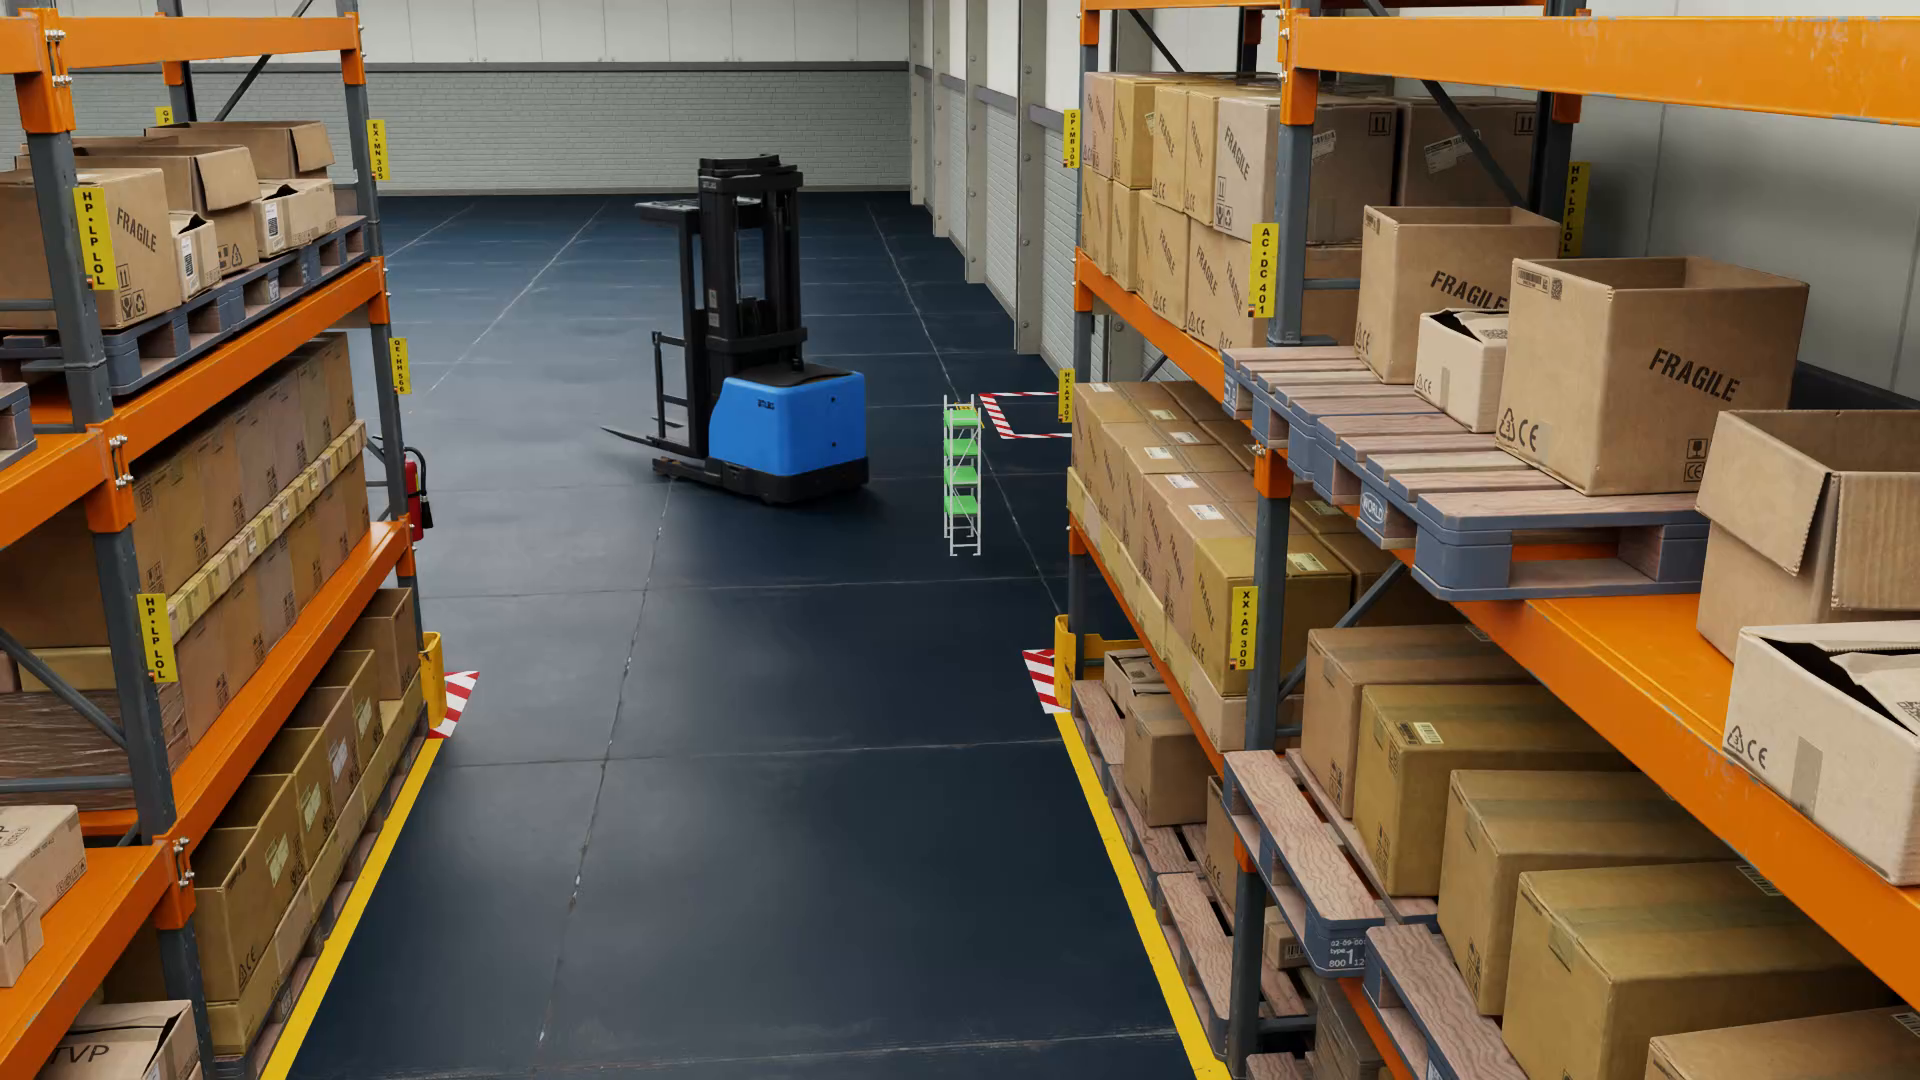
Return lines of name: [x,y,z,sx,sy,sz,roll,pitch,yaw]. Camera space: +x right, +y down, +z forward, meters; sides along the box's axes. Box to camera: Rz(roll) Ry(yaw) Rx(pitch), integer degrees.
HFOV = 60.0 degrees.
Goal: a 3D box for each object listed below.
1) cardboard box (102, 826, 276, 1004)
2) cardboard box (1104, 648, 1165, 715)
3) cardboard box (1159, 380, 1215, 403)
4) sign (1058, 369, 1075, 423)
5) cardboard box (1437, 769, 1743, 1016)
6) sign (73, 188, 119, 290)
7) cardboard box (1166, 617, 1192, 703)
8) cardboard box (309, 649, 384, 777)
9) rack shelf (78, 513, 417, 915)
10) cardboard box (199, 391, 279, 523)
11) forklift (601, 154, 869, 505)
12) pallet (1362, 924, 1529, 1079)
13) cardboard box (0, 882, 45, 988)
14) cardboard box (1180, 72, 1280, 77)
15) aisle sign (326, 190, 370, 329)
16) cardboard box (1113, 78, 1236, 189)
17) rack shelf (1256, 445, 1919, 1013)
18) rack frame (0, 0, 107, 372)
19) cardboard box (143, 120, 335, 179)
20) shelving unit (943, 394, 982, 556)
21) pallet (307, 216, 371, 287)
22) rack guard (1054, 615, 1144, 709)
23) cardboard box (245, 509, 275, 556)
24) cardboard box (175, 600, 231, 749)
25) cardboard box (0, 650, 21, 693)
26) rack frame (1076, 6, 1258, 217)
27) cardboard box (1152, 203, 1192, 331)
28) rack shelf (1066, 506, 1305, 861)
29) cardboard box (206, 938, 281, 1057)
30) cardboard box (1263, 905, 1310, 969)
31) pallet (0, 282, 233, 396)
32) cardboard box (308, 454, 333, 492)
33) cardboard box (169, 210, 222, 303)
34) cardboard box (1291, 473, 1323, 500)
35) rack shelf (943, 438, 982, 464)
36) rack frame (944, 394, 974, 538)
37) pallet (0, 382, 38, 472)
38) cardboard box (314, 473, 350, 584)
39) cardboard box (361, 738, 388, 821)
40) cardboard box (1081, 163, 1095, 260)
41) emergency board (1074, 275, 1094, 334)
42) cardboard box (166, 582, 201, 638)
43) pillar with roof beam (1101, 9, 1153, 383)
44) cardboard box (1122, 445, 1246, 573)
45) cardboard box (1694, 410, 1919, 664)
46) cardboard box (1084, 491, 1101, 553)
cardboard box: [-3.067,1.482,6.585,0.500,0.500,0.500,-2,18,-6]
cardboard box: [1.165,0.812,9.836,0.500,0.311,0.500,-4,18,-12]
cardboard box: [1.443,-0.631,9.645,0.500,0.500,0.500,-2,18,-6]
sign: [0.644,-0.866,9.981,0.100,0.325,0.005,-2,18,-6]
cardboard box: [1.764,0.979,4.648,0.700,0.500,0.500,1,17,2]
sign: [-2.792,-0.971,5.366,0.100,0.325,0.005,-2,18,-6]
cardboard box: [1.203,0.504,7.281,0.500,0.250,0.500,-2,18,-5]
cardboard box: [-3.274,0.887,8.483,0.500,0.500,0.500,-2,18,-6]
rack shelf: [-3.537,0.624,7.883,1.077,0.370,4.000,-2,18,-6]
cardboard box: [-3.538,-0.371,7.517,0.700,0.500,0.500,-2,18,-6]
forklift: [-2.243,-2.063,15.356,3.031,2.935,1.130,16,24,41]
pallet: [1.764,1.417,4.476,1.003,0.211,1.213,-2,18,-6]
cardboard box: [-3.058,1.197,5.081,0.396,0.266,0.258,-2,18,-7]
cardboard box: [1.488,-2.314,9.164,0.500,0.500,0.500,-1,17,-3]
aisle sign: [-3.458,-1.584,9.375,0.394,0.787,0.004,-2,18,-6]
cardboard box: [1.047,-2.009,8.192,0.500,0.500,0.500,-1,17,-4]
rack shelf: [1.802,0.230,4.129,1.077,0.370,4.000,-2,18,-6]
rack frame: [-3.331,-1.986,4.979,1.000,3.000,0.127,-2,18,-6]
cardboard box: [-3.688,-1.891,8.579,0.797,0.503,0.637,-1,17,-2]
shelving unit: [0.017,-0.523,13.340,0.258,1.200,0.503,-2,18,-6]
pallet: [-3.696,-1.493,8.564,1.003,0.211,1.213,-2,18,-6]
rack guard: [1.191,0.746,10.467,1.175,0.500,0.348,-2,18,-6]
cardboard box: [-3.329,-0.028,7.509,0.380,0.149,0.250,-2,18,-6]
cardboard box: [-3.444,0.540,6.783,0.700,0.500,0.500,-2,18,-6]
cardboard box: [-3.572,0.445,6.002,0.380,0.149,0.250,-2,18,-6]
rack frame: [1.183,-3.332,9.266,1.000,3.000,0.127,-2,18,-6]
cardboard box: [1.164,-1.224,7.359,0.500,0.500,0.500,-2,18,-8]
rack shelf: [1.390,0.470,8.374,1.077,0.370,4.000,-2,18,-6]
cardboard box: [-3.077,1.841,6.696,0.500,0.250,0.500,-2,18,-6]
cardboard box: [1.511,1.706,7.232,0.380,0.166,0.250,-4,18,-13]
pallet: [-3.445,-0.766,6.248,1.003,0.211,1.213,-2,18,-6]
cardboard box: [-3.436,-0.335,8.487,0.380,0.149,0.250,-2,17,-5]
cardboard box: [-3.176,-1.098,6.374,0.500,0.311,0.500,-3,18,-9]
cardboard box: [1.660,-0.023,7.707,0.500,0.500,0.500,-1,17,-4]
rack shelf: [0.017,-0.691,13.288,0.258,0.148,0.480,-2,18,-6]
rack frame: [-0.008,-0.596,13.572,0.240,1.200,0.015,-2,18,-6]
pallet: [-3.227,-0.201,4.621,0.805,0.209,1.217,-2,18,-8]
cardboard box: [-3.649,-0.067,8.716,0.700,0.500,0.500,-1,17,-4]
cardboard box: [-3.277,1.244,8.595,0.500,0.250,0.500,-2,18,-6]
cardboard box: [0.969,-1.850,9.355,0.500,0.500,0.500,-1,17,-4]
emergency board: [1.280,-2.813,17.628,0.194,1.169,0.643,-2,18,-6]
cardboard box: [-3.220,0.282,6.522,0.380,0.149,0.250,-2,18,-7]
pillar with roof beam: [-2.785,-4.804,13.957,9.100,9.000,0.400,-2,18,-6]
cardboard box: [1.087,-0.158,8.139,0.500,0.500,0.500,-1,17,-4]
cardboard box: [1.967,0.035,3.344,0.797,0.503,0.637,1,17,2]
cardboard box: [0.986,-0.098,9.198,0.500,0.250,0.500,-2,18,-7]
